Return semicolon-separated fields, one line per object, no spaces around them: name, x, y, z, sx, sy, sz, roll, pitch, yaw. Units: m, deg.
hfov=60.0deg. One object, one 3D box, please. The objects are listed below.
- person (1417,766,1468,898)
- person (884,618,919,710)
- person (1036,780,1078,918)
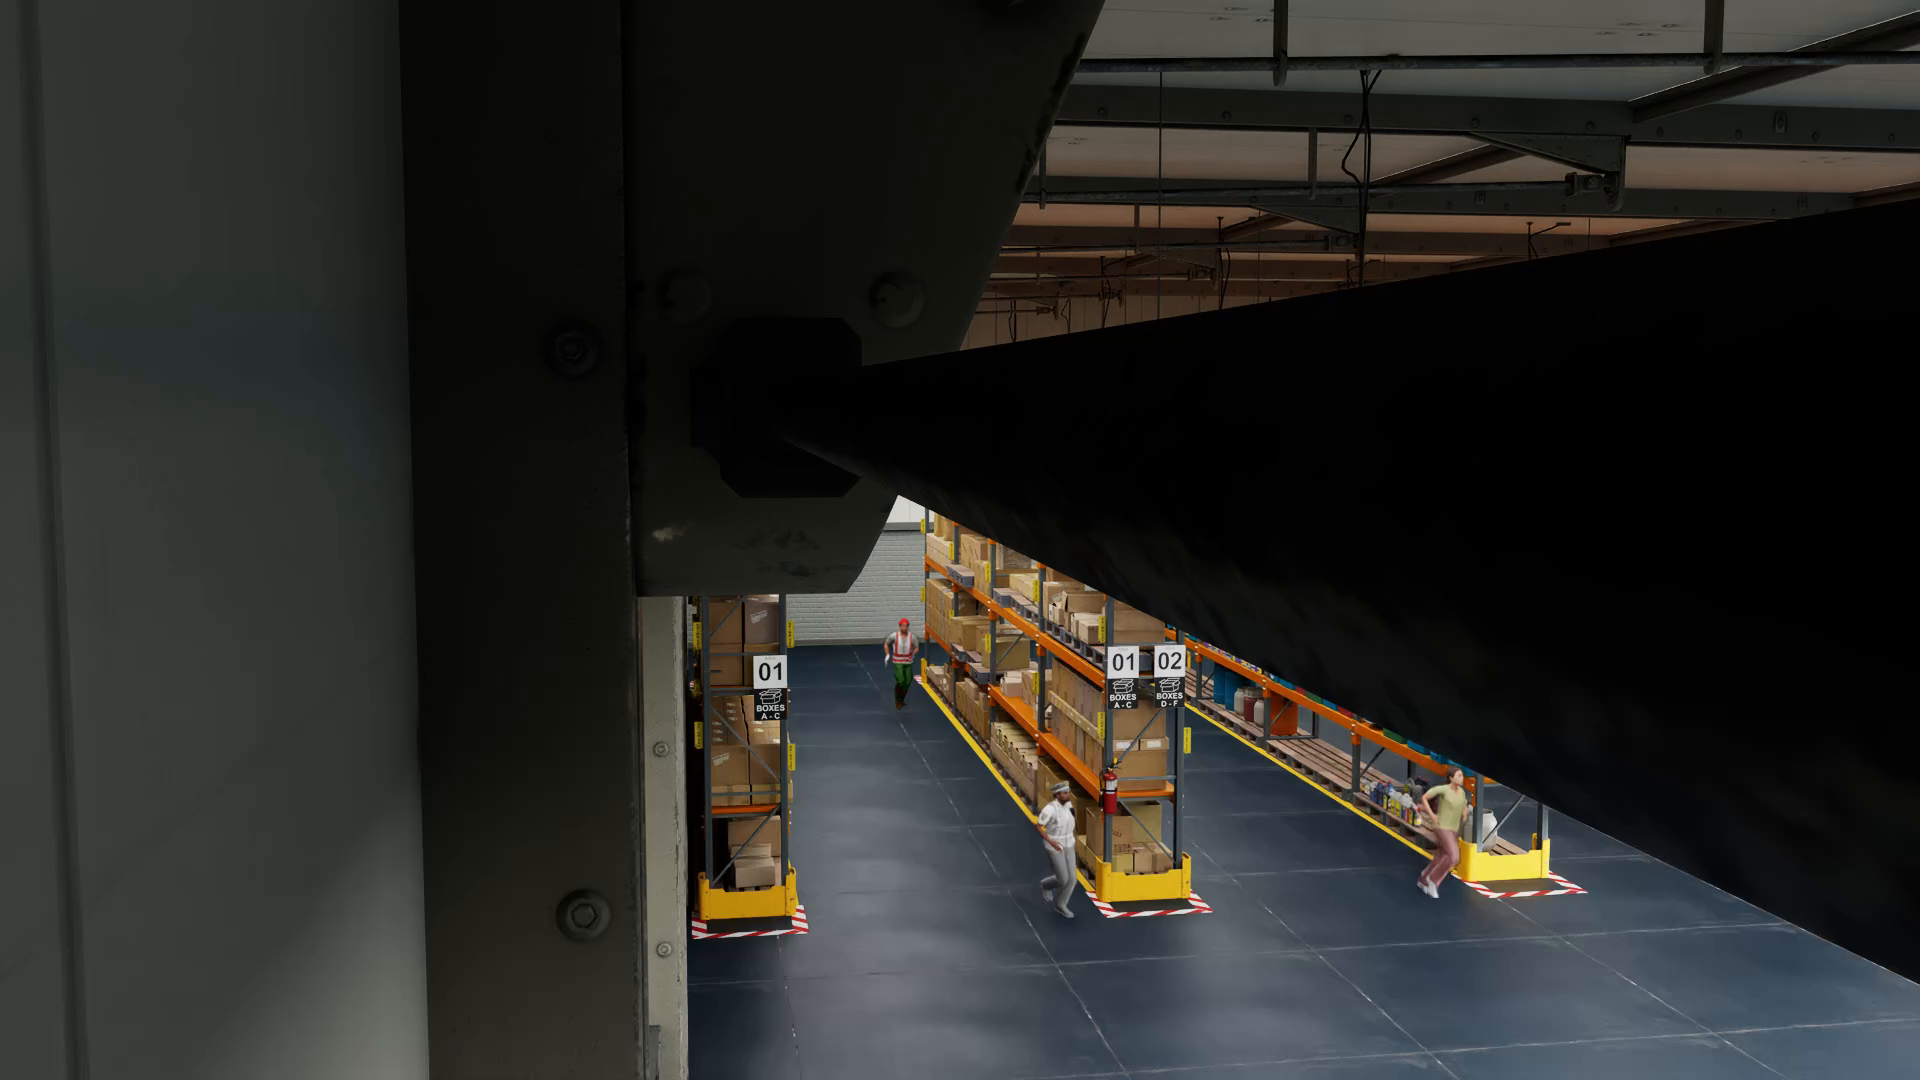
person;6.139;3.662;21.021;0.597;1.636;0.620;-4;6;-37
person;-1.103;2.399;32.037;0.654;1.790;0.739;-1;5;-15
person;1.201;3.735;20.254;0.610;1.670;0.523;-4;6;-35
